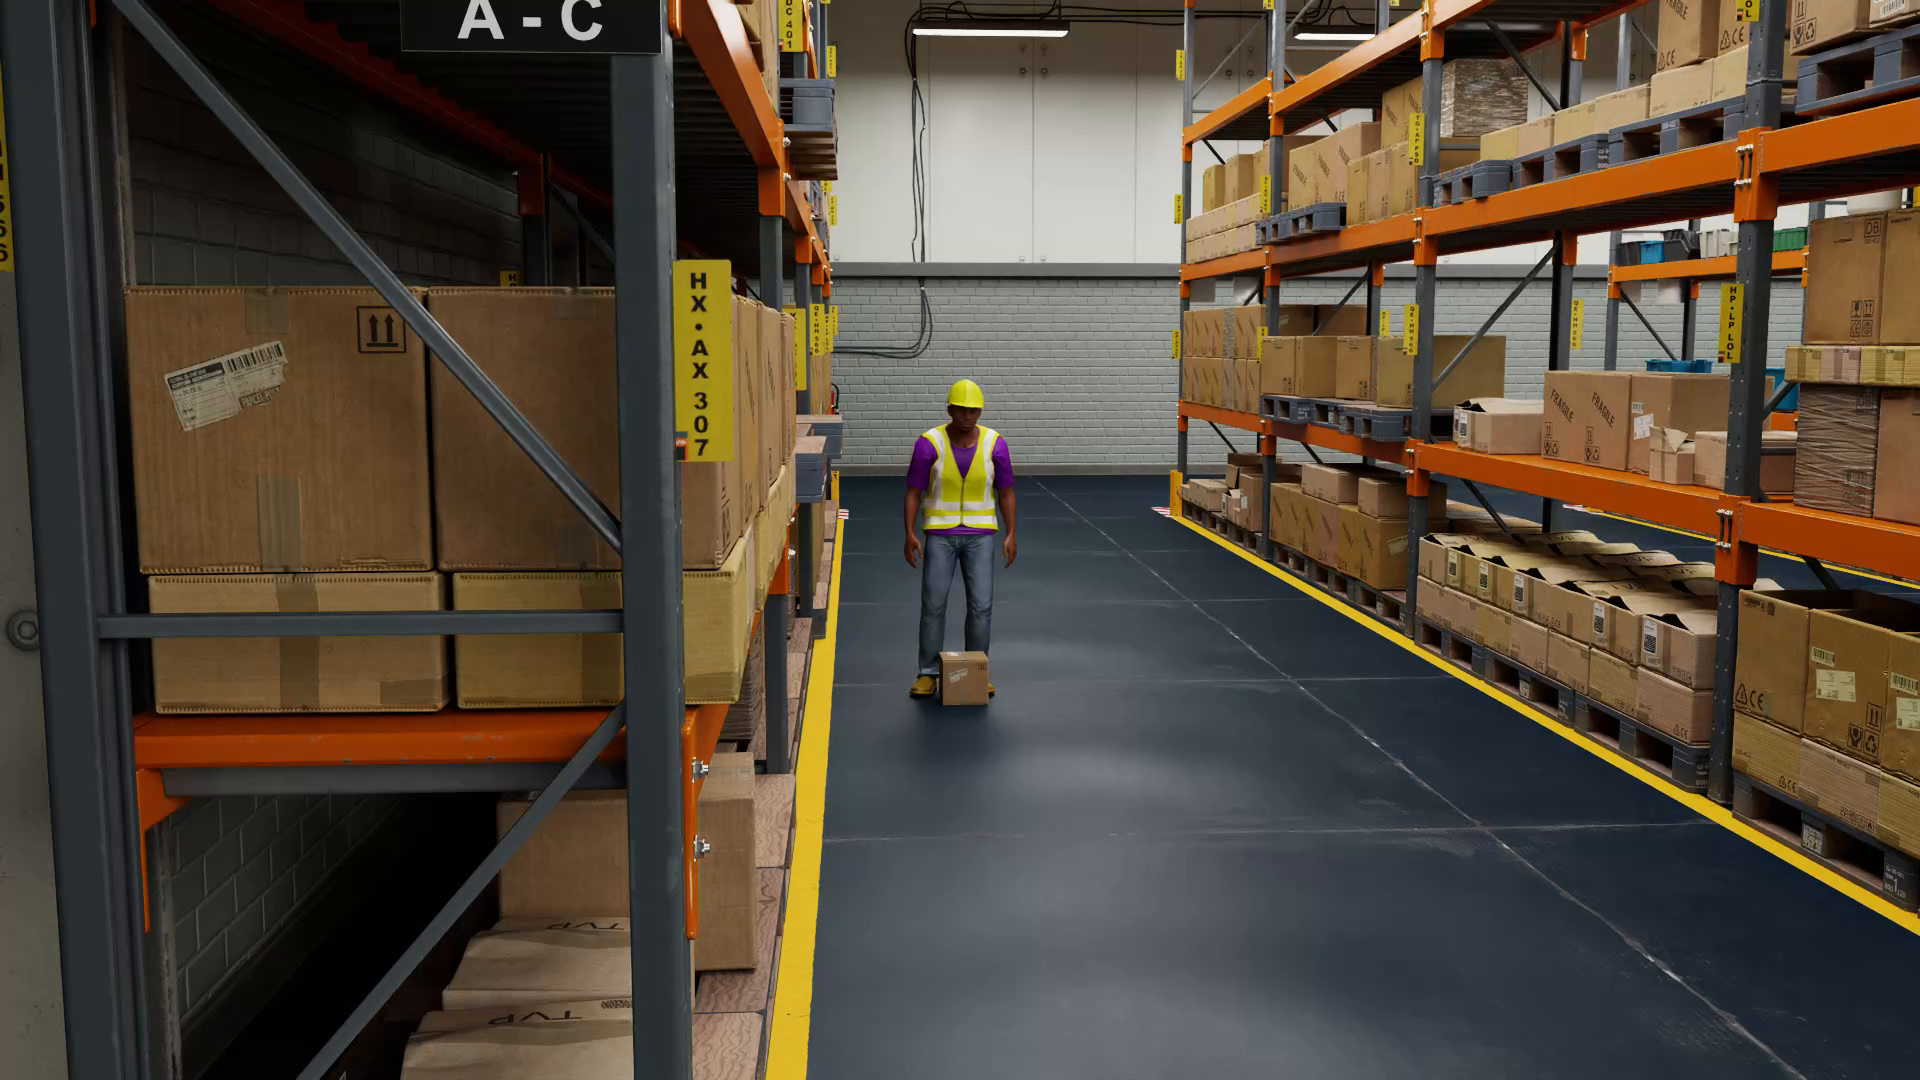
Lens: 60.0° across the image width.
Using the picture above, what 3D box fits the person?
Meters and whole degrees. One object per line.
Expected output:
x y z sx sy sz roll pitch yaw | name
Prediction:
0.002 -0.015 9.290 0.638 1.761 0.457 -1 7 -6 | person
